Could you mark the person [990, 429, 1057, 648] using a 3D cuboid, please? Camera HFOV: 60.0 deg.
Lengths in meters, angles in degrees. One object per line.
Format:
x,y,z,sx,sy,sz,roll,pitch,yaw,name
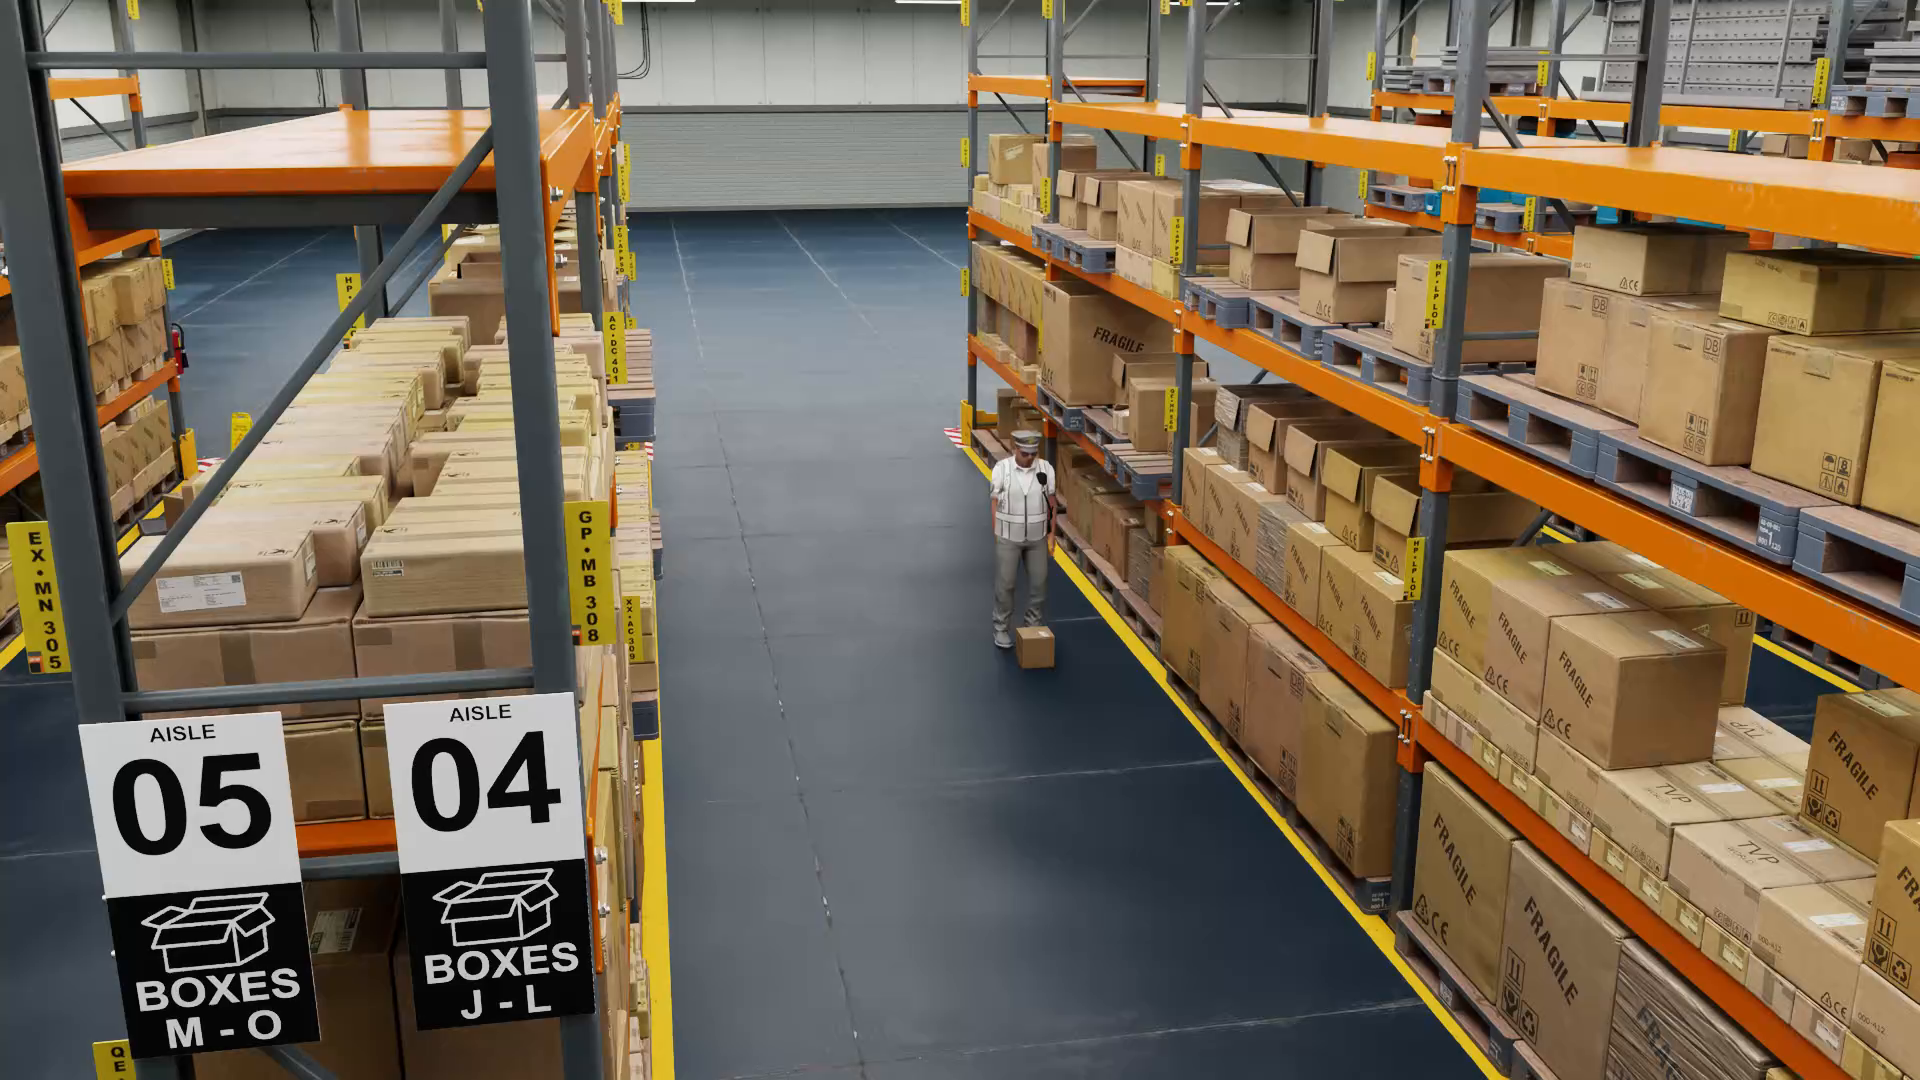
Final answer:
0.508,-0.022,13.133,0.531,1.739,0.391,-3,16,-9,person
